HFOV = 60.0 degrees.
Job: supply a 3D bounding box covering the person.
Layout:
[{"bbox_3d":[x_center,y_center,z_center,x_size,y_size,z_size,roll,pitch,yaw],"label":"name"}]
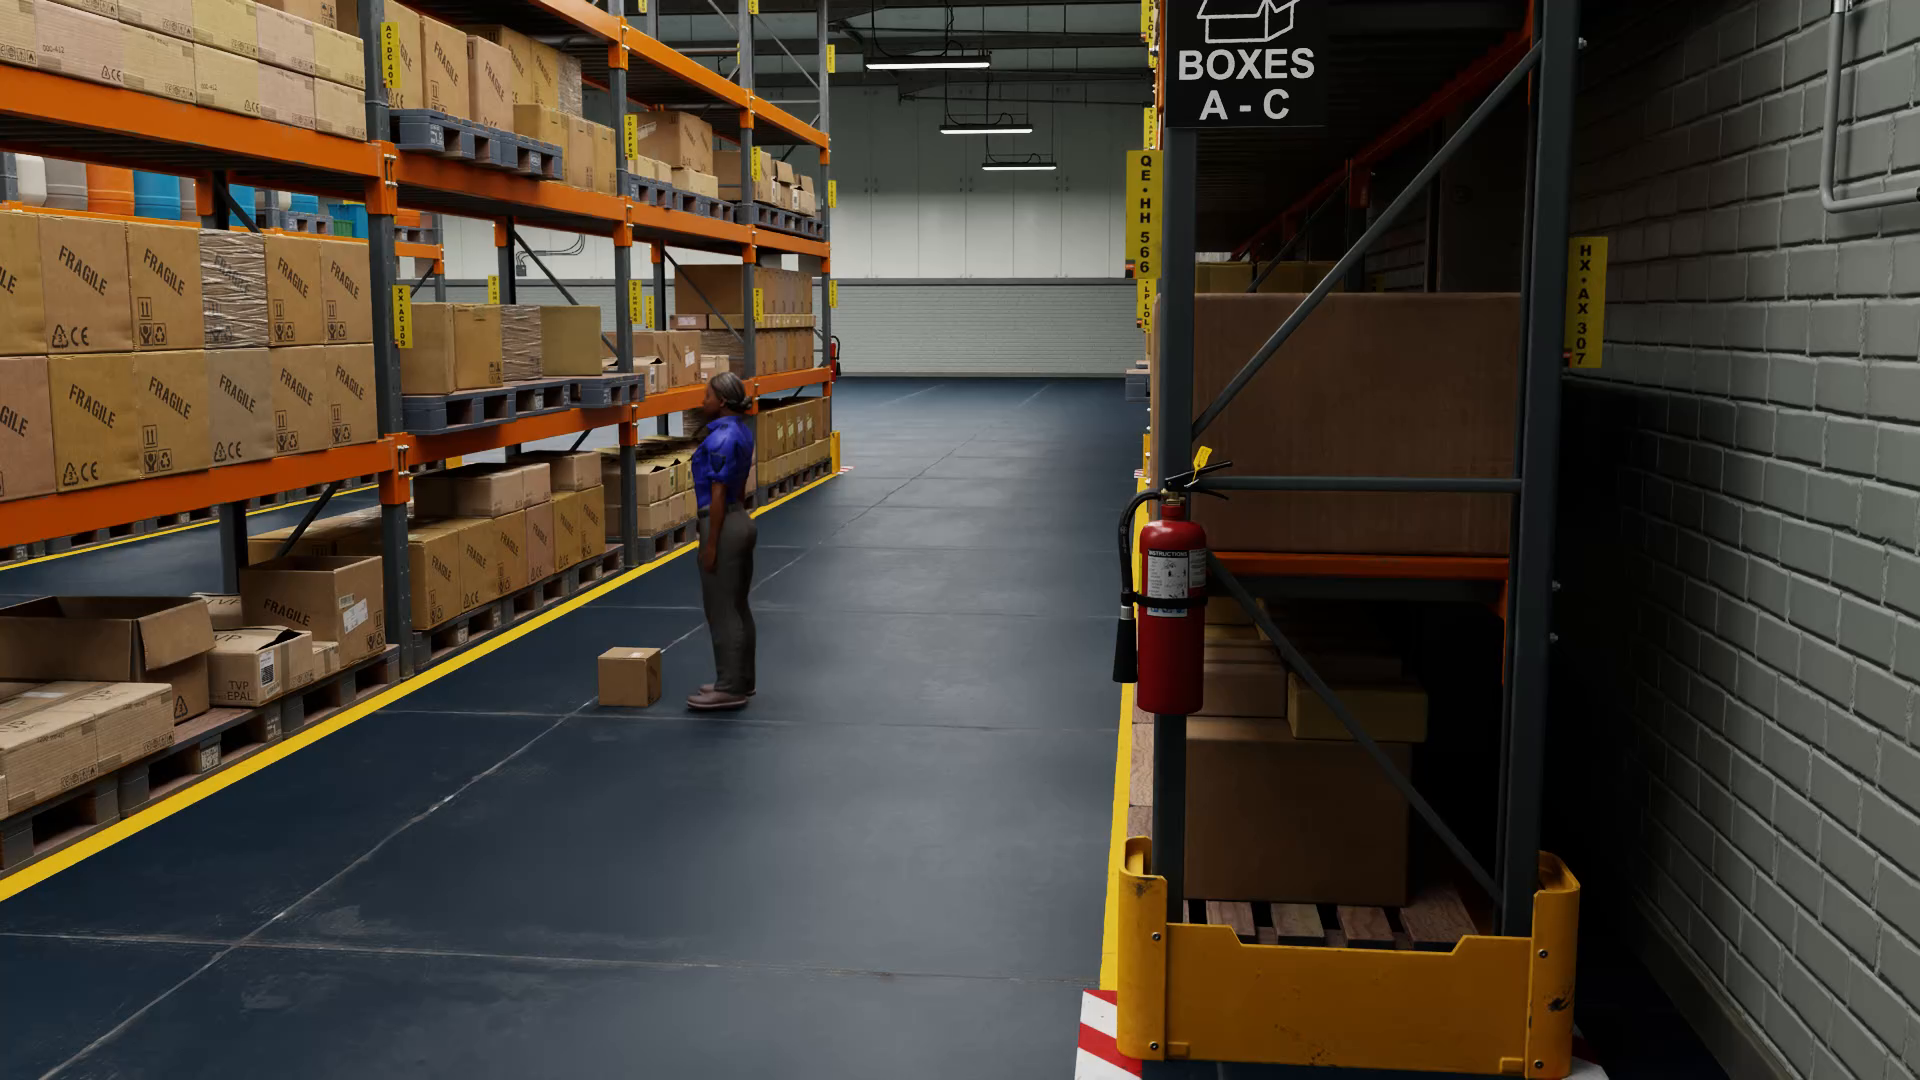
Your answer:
[{"bbox_3d":[-1.181,0.035,8.255,0.367,1.618,0.453,1,8,8],"label":"person"}]
